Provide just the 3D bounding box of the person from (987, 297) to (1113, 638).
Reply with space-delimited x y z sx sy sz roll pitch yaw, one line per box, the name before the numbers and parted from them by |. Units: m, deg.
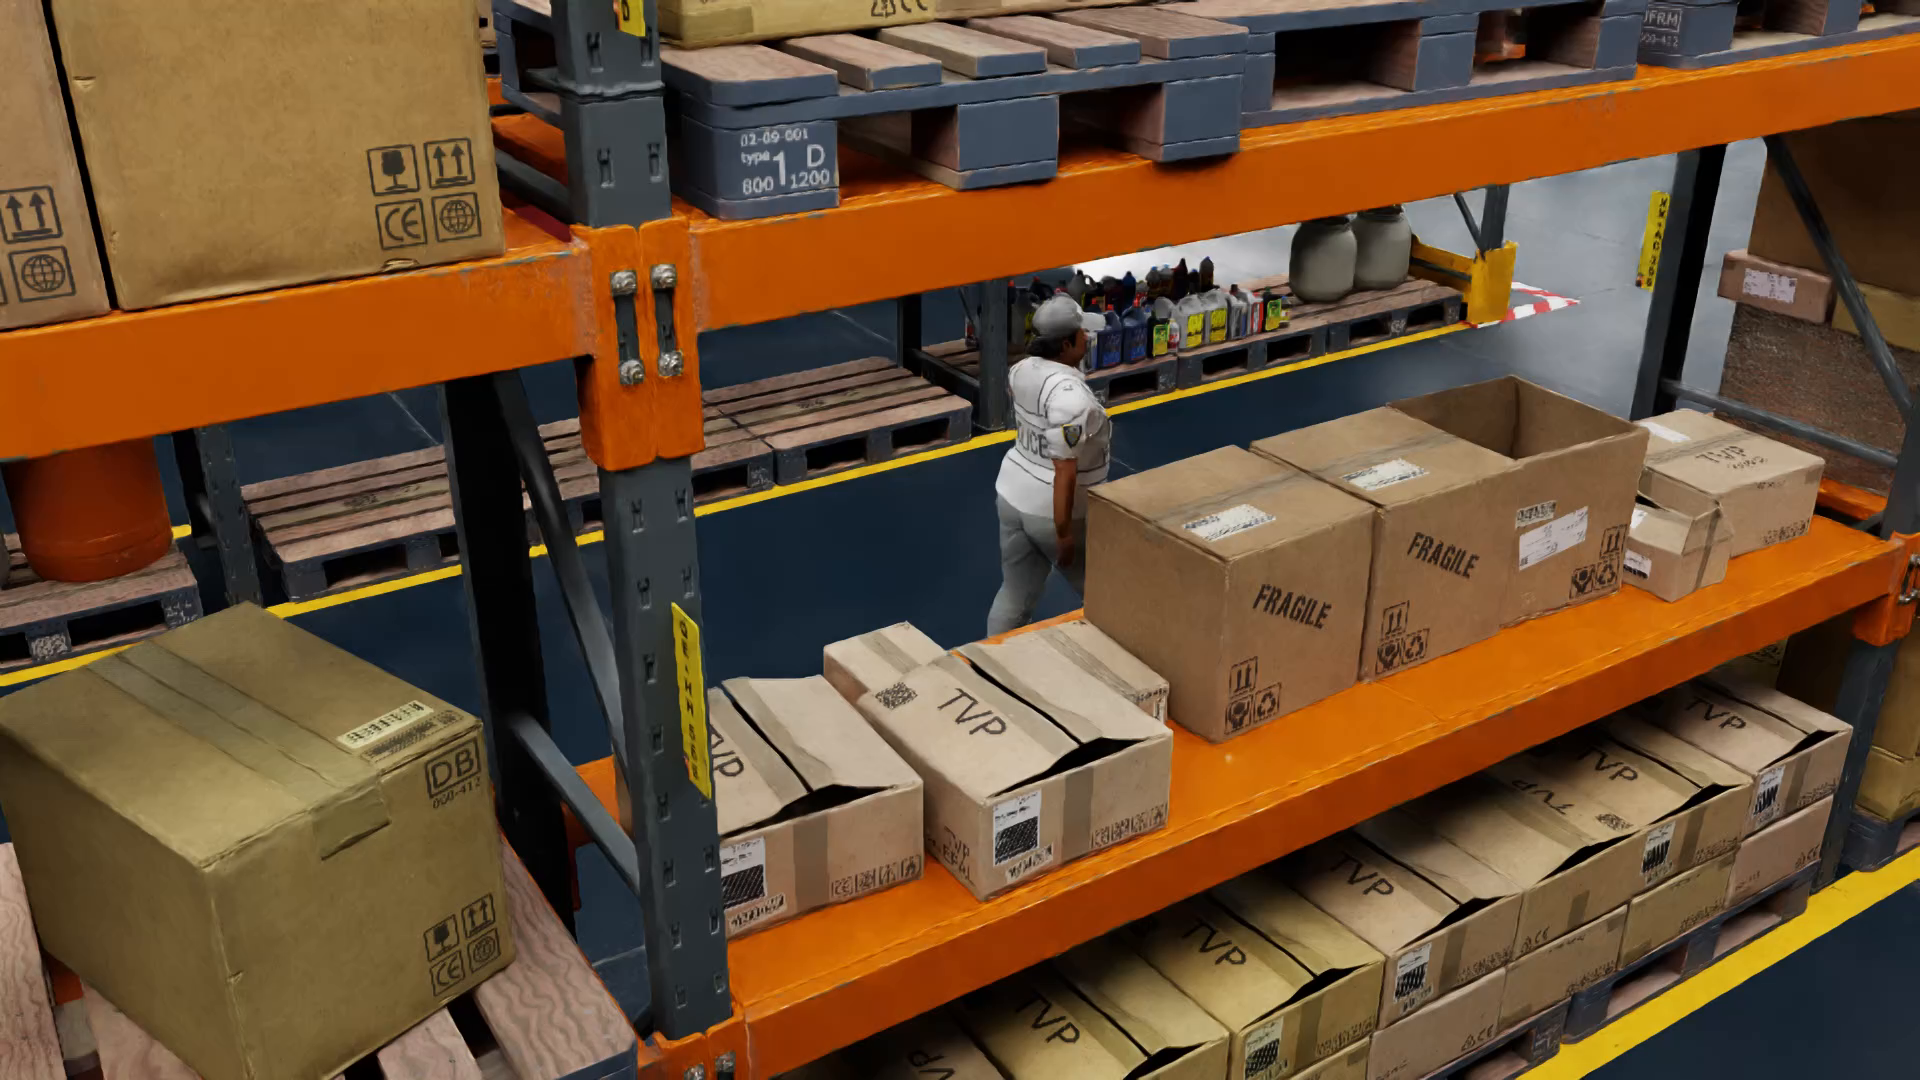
person | 0.452 -0.147 6.410 0.749 1.651 0.484 -13 28 -25
